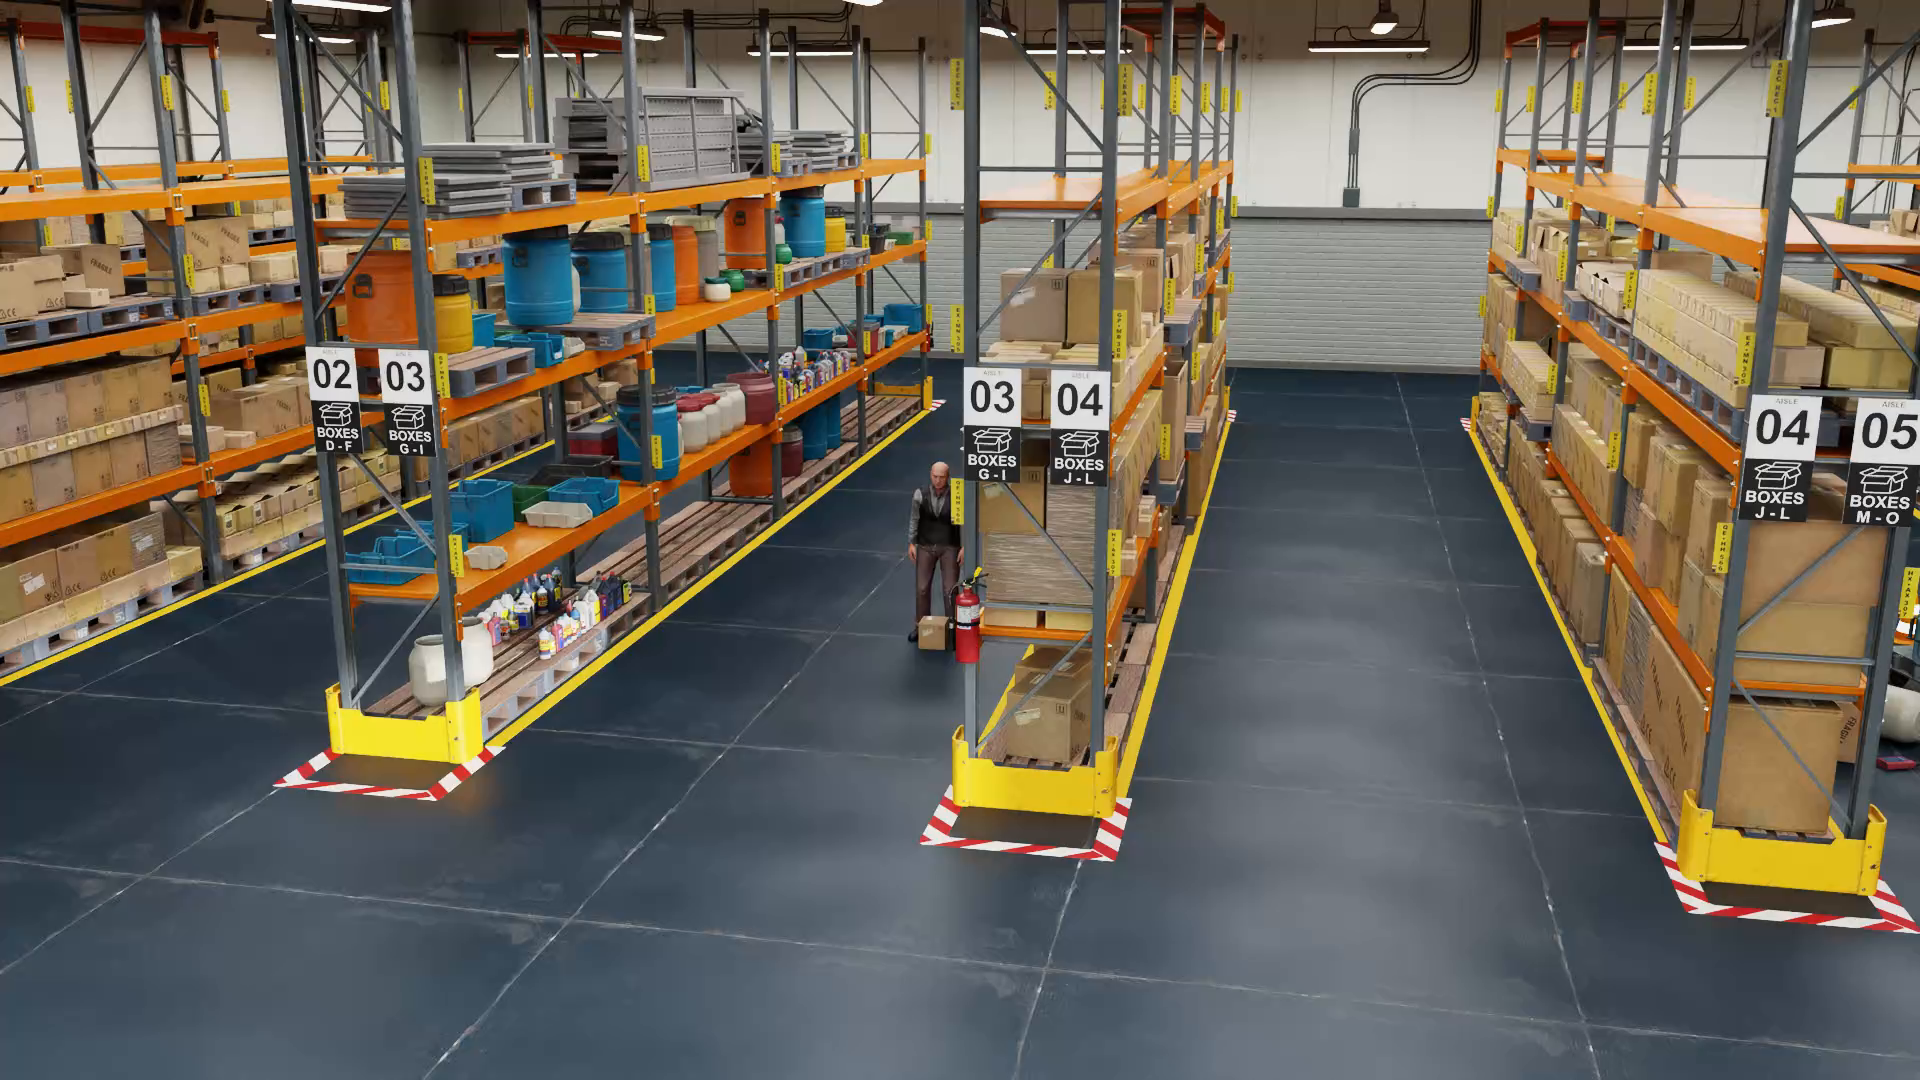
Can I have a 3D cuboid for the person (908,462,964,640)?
[{"bbox_3d":[-0.199,0.091,15.711,0.583,1.719,0.424,2,15,8],"label":"person"}]
